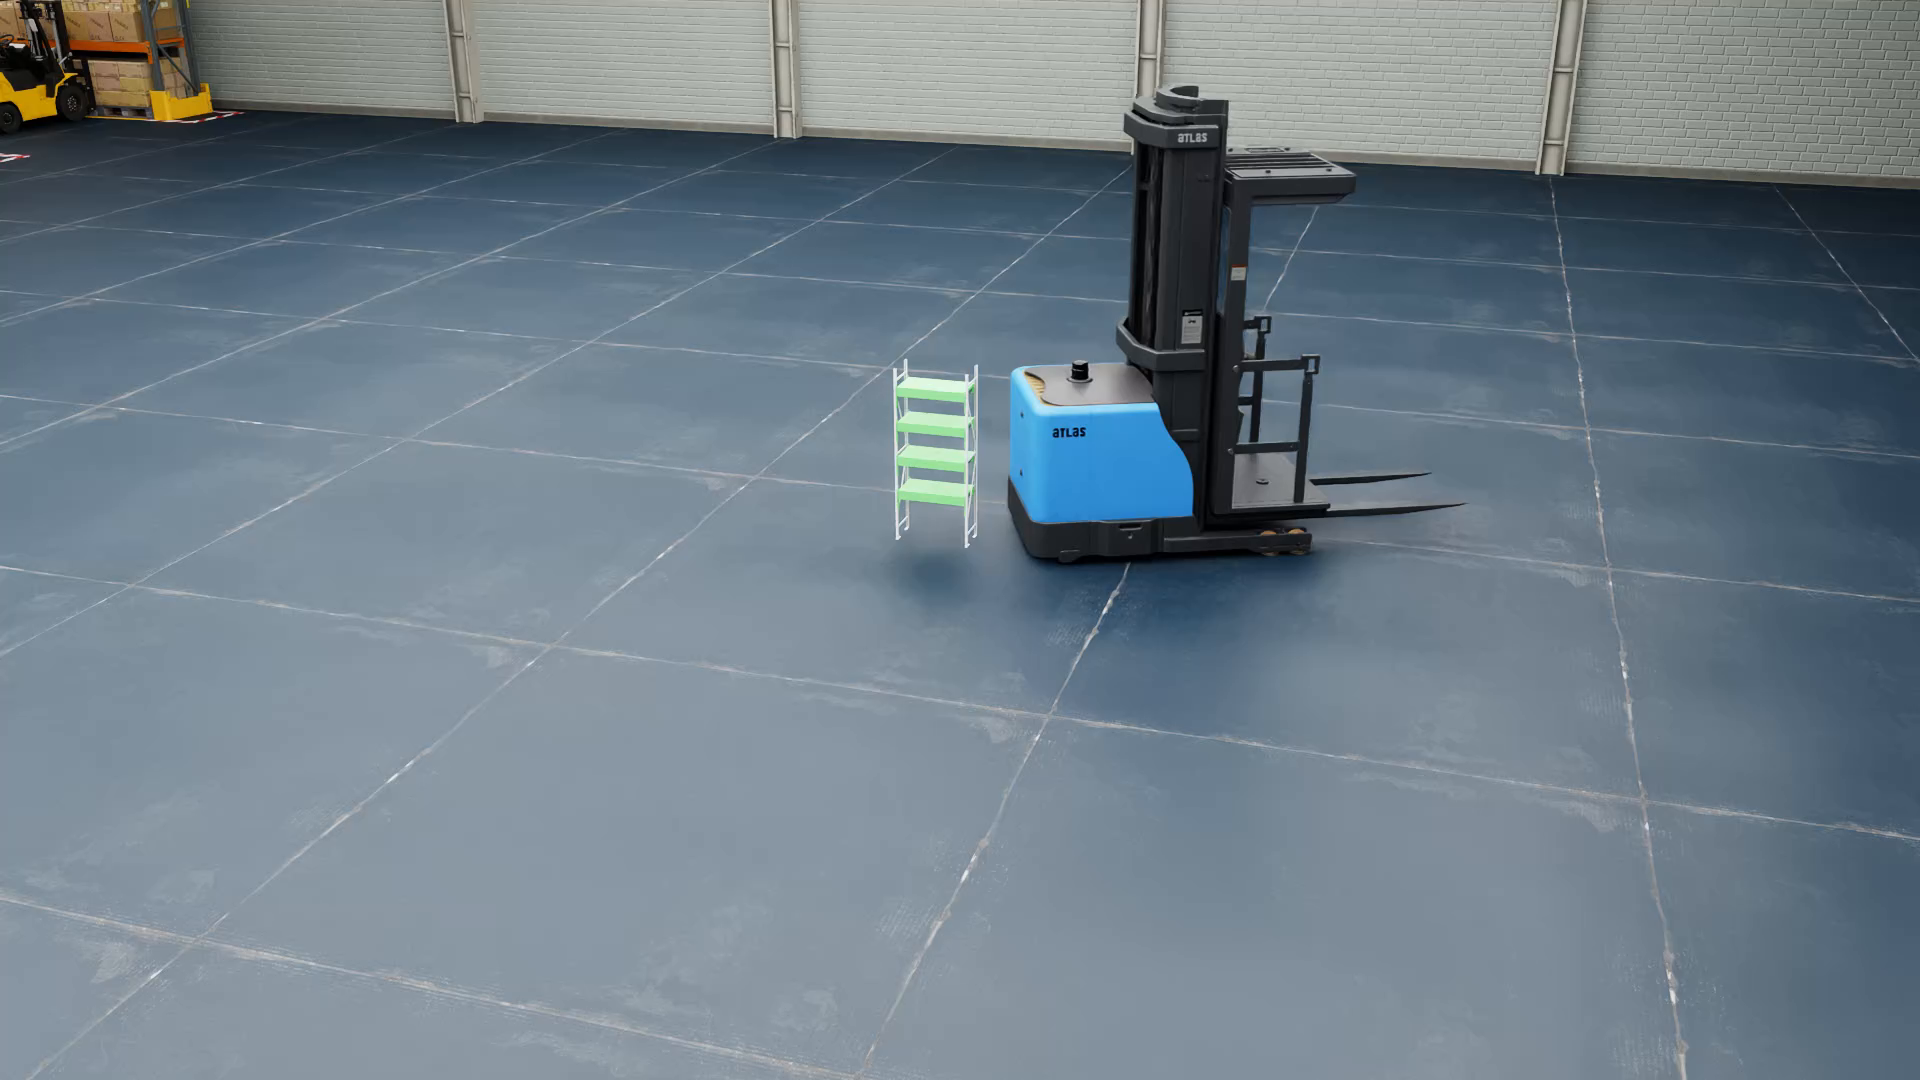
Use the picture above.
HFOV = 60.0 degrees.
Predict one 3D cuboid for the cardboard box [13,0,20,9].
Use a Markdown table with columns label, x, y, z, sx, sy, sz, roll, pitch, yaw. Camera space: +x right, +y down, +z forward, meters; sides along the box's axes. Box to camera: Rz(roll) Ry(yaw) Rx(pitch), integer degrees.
| label | x | y | z | sx | sy | sz | roll | pitch | yaw |
| --- | --- | --- | --- | --- | --- | --- | --- | --- | --- |
| cardboard box | -16.558 | -9.519 | 29.536 | 0.250 | 0.149 | 0.380 | 6 | 23 | 15 |

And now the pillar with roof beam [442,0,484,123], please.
| label | x | y | z | sx | sy | sz | roll | pitch | yaw |
| --- | --- | --- | --- | --- | --- | --- | --- | --- | --- |
| pillar with roof beam | -9.834 | -9.951 | 23.672 | 0.400 | 9.000 | 9.100 | 7 | 23 | 16 |

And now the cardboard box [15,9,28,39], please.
| label | x | y | z | sx | sy | sz | roll | pitch | yaw |
| --- | --- | --- | --- | --- | --- | --- | --- | --- | --- |
| cardboard box | -16.420 | -9.229 | 29.684 | 0.500 | 0.500 | 0.500 | 6 | 23 | 15 |

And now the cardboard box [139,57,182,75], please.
| label | x | y | z | sx | sy | sz | roll | pitch | yaw |
| --- | --- | --- | --- | --- | --- | --- | --- | --- | --- |
| cardboard box | -14.334 | -8.500 | 29.792 | 0.500 | 0.250 | 0.500 | 6 | 23 | 15 |

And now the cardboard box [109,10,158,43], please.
| label | x | y | z | sx | sy | sz | roll | pitch | yaw |
| --- | --- | --- | --- | --- | --- | --- | --- | --- | --- |
| cardboard box | -14.476 | -8.999 | 29.123 | 0.500 | 0.500 | 0.500 | 6 | 23 | 14 |

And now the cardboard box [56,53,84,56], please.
| label | x | y | z | sx | sy | sz | roll | pitch | yaw |
| --- | --- | --- | --- | --- | --- | --- | --- | --- | --- |
| cardboard box | -16.261 | -8.723 | 30.335 | 0.500 | 0.250 | 0.500 | 7 | 23 | 16 |

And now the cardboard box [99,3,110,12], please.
| label | x | y | z | sx | sy | sz | roll | pitch | yaw |
| --- | --- | --- | --- | --- | --- | --- | --- | --- | --- |
| cardboard box | -14.826 | -9.344 | 29.111 | 0.250 | 0.149 | 0.380 | 7 | 23 | 17 |

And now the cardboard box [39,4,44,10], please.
| label | x | y | z | sx | sy | sz | roll | pitch | yaw |
| --- | --- | --- | --- | --- | --- | --- | --- | --- | --- |
| cardboard box | -16.054 | -9.471 | 29.421 | 0.250 | 0.149 | 0.380 | 6 | 23 | 14 |

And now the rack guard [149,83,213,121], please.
| label | x | y | z | sx | sy | sz | roll | pitch | yaw |
| --- | --- | --- | --- | --- | --- | --- | --- | --- | --- |
| rack guard | -13.906 | -7.835 | 29.711 | 0.348 | 0.500 | 1.175 | 7 | 23 | 16 |

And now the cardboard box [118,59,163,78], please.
| label | x | y | z | sx | sy | sz | roll | pitch | yaw |
| --- | --- | --- | --- | --- | --- | --- | --- | --- | --- |
| cardboard box | -14.460 | -8.316 | 29.342 | 0.500 | 0.250 | 0.500 | 7 | 23 | 17 |

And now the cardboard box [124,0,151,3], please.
| label | x | y | z | sx | sy | sz | roll | pitch | yaw |
| --- | --- | --- | --- | --- | --- | --- | --- | --- | --- |
| cardboard box | -14.333 | -9.440 | 28.954 | 0.250 | 0.149 | 0.380 | 7 | 23 | 16 |

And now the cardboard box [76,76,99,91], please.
| label | x | y | z | sx | sy | sz | roll | pitch | yaw |
| --- | --- | --- | --- | --- | --- | --- | --- | --- | --- |
| cardboard box | -15.462 | -8.195 | 29.707 | 0.500 | 0.250 | 0.500 | 6 | 23 | 14 |

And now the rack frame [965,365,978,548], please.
| label | x | y | z | sx | sy | sz | roll | pitch | yaw |
| --- | --- | --- | --- | --- | --- | --- | --- | --- | --- |
| rack frame | 0.075 | -0.547 | 11.021 | 0.015 | 1.200 | 0.240 | 7 | 23 | 16 |

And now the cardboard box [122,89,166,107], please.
| label | x | y | z | sx | sy | sz | roll | pitch | yaw |
| --- | --- | --- | --- | --- | --- | --- | --- | --- | --- |
| cardboard box | -14.470 | -7.853 | 29.531 | 0.500 | 0.250 | 0.500 | 7 | 23 | 16 |

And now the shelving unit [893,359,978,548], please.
| label | x | y | z | sx | sy | sz | roll | pitch | yaw |
| --- | --- | --- | --- | --- | --- | --- | --- | --- | --- |
| shelving unit | -0.158 | -0.573 | 11.087 | 0.503 | 1.200 | 0.258 | 7 | 23 | 16 |

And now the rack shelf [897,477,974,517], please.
| label | x | y | z | sx | sy | sz | roll | pitch | yaw |
| --- | --- | --- | --- | --- | --- | --- | --- | --- | --- |
| rack shelf | -0.158 | -0.292 | 11.202 | 0.480 | 0.148 | 0.258 | 7 | 23 | 16 |

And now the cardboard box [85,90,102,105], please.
| label | x | y | z | sx | sy | sz | roll | pitch | yaw |
| --- | --- | --- | --- | --- | --- | --- | --- | --- | --- |
| cardboard box | -15.420 | -7.969 | 29.814 | 0.500 | 0.250 | 0.500 | 7 | 23 | 16 |

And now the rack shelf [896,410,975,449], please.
| label | x | y | z | sx | sy | sz | roll | pitch | yaw |
| --- | --- | --- | --- | --- | --- | --- | --- | --- | --- |
| rack shelf | -0.158 | -0.736 | 11.020 | 0.480 | 0.148 | 0.258 | 7 | 23 | 16 |

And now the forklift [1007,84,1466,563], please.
| label | x | y | z | sx | sy | sz | roll | pitch | yaw |
| --- | --- | --- | --- | --- | --- | --- | --- | --- | --- |
| forklift | 1.891 | -1.444 | 10.928 | 3.031 | 2.935 | 1.130 | -3 | 22 | -7 |

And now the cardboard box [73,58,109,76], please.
| label | x | y | z | sx | sy | sz | roll | pitch | yaw |
| --- | --- | --- | --- | --- | --- | --- | --- | --- | --- |
| cardboard box | -15.436 | -8.421 | 29.600 | 0.500 | 0.250 | 0.500 | 7 | 23 | 16 |

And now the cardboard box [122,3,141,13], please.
| label | x | y | z | sx | sy | sz | roll | pitch | yaw |
| --- | --- | --- | --- | --- | --- | --- | --- | --- | --- |
| cardboard box | -14.342 | -9.276 | 28.946 | 0.250 | 0.149 | 0.380 | 7 | 23 | 16 |

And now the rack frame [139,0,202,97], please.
| label | x | y | z | sx | sy | sz | roll | pitch | yaw |
| --- | --- | --- | --- | --- | --- | --- | --- | --- | --- |
| rack frame | -13.929 | -8.994 | 29.243 | 0.127 | 3.000 | 1.000 | 7 | 23 | 16 |

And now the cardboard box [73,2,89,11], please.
| label | x | y | z | sx | sy | sz | roll | pitch | yaw |
| --- | --- | --- | --- | --- | --- | --- | --- | --- | --- |
| cardboard box | -15.329 | -9.388 | 29.217 | 0.250 | 0.149 | 0.380 | 6 | 23 | 14 |

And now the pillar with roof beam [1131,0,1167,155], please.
| label | x | y | z | sx | sy | sz | roll | pitch | yaw |
| --- | --- | --- | --- | --- | --- | --- | --- | --- | --- |
| pillar with roof beam | 1.654 | -8.636 | 20.465 | 0.400 | 9.000 | 9.100 | 7 | 23 | 16 |

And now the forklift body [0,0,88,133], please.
| label | x | y | z | sx | sy | sz | roll | pitch | yaw |
| --- | --- | --- | --- | --- | --- | --- | --- | --- | --- |
| forklift body | -16.271 | -8.146 | 28.295 | 1.214 | 2.155 | 2.313 | 7 | 23 | 16 |

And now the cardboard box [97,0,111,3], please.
| label | x | y | z | sx | sy | sz | roll | pitch | yaw |
| --- | --- | --- | --- | --- | --- | --- | --- | --- | --- |
| cardboard box | -14.836 | -9.475 | 29.038 | 0.250 | 0.149 | 0.380 | 7 | 23 | 17 |

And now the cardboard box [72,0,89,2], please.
| label | x | y | z | sx | sy | sz | roll | pitch | yaw |
| --- | --- | --- | --- | --- | --- | --- | --- | --- | --- |
| cardboard box | -15.334 | -9.518 | 29.142 | 0.250 | 0.149 | 0.380 | 7 | 23 | 17 |

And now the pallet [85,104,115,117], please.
| label | x | y | z | sx | sy | sz | roll | pitch | yaw |
| --- | --- | --- | --- | --- | --- | --- | --- | --- | --- |
| pallet | -15.837 | -7.907 | 30.267 | 1.213 | 0.211 | 1.003 | 7 | 23 | 15 |

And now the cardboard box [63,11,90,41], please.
| label | x | y | z | sx | sy | sz | roll | pitch | yaw |
| --- | --- | --- | --- | --- | --- | --- | --- | --- | --- |
| cardboard box | -15.460 | -9.115 | 29.407 | 0.500 | 0.500 | 0.500 | 6 | 23 | 14 |

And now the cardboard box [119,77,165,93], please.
| label | x | y | z | sx | sy | sz | roll | pitch | yaw |
| --- | --- | --- | --- | --- | --- | --- | --- | --- | --- |
| cardboard box | -14.485 | -8.087 | 29.444 | 0.500 | 0.250 | 0.500 | 6 | 23 | 15 |

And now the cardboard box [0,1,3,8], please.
| label | x | y | z | sx | sy | sz | roll | pitch | yaw |
| --- | --- | --- | --- | --- | --- | --- | --- | --- | --- |
| cardboard box | -17.023 | -9.602 | 29.739 | 0.250 | 0.149 | 0.380 | 6 | 23 | 15 |

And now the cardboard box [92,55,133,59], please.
| label | x | y | z | sx | sy | sz | roll | pitch | yaw |
| --- | --- | --- | --- | --- | --- | --- | --- | --- | --- |
| cardboard box | -15.289 | -8.612 | 30.065 | 0.500 | 0.250 | 0.500 | 6 | 23 | 15 |
